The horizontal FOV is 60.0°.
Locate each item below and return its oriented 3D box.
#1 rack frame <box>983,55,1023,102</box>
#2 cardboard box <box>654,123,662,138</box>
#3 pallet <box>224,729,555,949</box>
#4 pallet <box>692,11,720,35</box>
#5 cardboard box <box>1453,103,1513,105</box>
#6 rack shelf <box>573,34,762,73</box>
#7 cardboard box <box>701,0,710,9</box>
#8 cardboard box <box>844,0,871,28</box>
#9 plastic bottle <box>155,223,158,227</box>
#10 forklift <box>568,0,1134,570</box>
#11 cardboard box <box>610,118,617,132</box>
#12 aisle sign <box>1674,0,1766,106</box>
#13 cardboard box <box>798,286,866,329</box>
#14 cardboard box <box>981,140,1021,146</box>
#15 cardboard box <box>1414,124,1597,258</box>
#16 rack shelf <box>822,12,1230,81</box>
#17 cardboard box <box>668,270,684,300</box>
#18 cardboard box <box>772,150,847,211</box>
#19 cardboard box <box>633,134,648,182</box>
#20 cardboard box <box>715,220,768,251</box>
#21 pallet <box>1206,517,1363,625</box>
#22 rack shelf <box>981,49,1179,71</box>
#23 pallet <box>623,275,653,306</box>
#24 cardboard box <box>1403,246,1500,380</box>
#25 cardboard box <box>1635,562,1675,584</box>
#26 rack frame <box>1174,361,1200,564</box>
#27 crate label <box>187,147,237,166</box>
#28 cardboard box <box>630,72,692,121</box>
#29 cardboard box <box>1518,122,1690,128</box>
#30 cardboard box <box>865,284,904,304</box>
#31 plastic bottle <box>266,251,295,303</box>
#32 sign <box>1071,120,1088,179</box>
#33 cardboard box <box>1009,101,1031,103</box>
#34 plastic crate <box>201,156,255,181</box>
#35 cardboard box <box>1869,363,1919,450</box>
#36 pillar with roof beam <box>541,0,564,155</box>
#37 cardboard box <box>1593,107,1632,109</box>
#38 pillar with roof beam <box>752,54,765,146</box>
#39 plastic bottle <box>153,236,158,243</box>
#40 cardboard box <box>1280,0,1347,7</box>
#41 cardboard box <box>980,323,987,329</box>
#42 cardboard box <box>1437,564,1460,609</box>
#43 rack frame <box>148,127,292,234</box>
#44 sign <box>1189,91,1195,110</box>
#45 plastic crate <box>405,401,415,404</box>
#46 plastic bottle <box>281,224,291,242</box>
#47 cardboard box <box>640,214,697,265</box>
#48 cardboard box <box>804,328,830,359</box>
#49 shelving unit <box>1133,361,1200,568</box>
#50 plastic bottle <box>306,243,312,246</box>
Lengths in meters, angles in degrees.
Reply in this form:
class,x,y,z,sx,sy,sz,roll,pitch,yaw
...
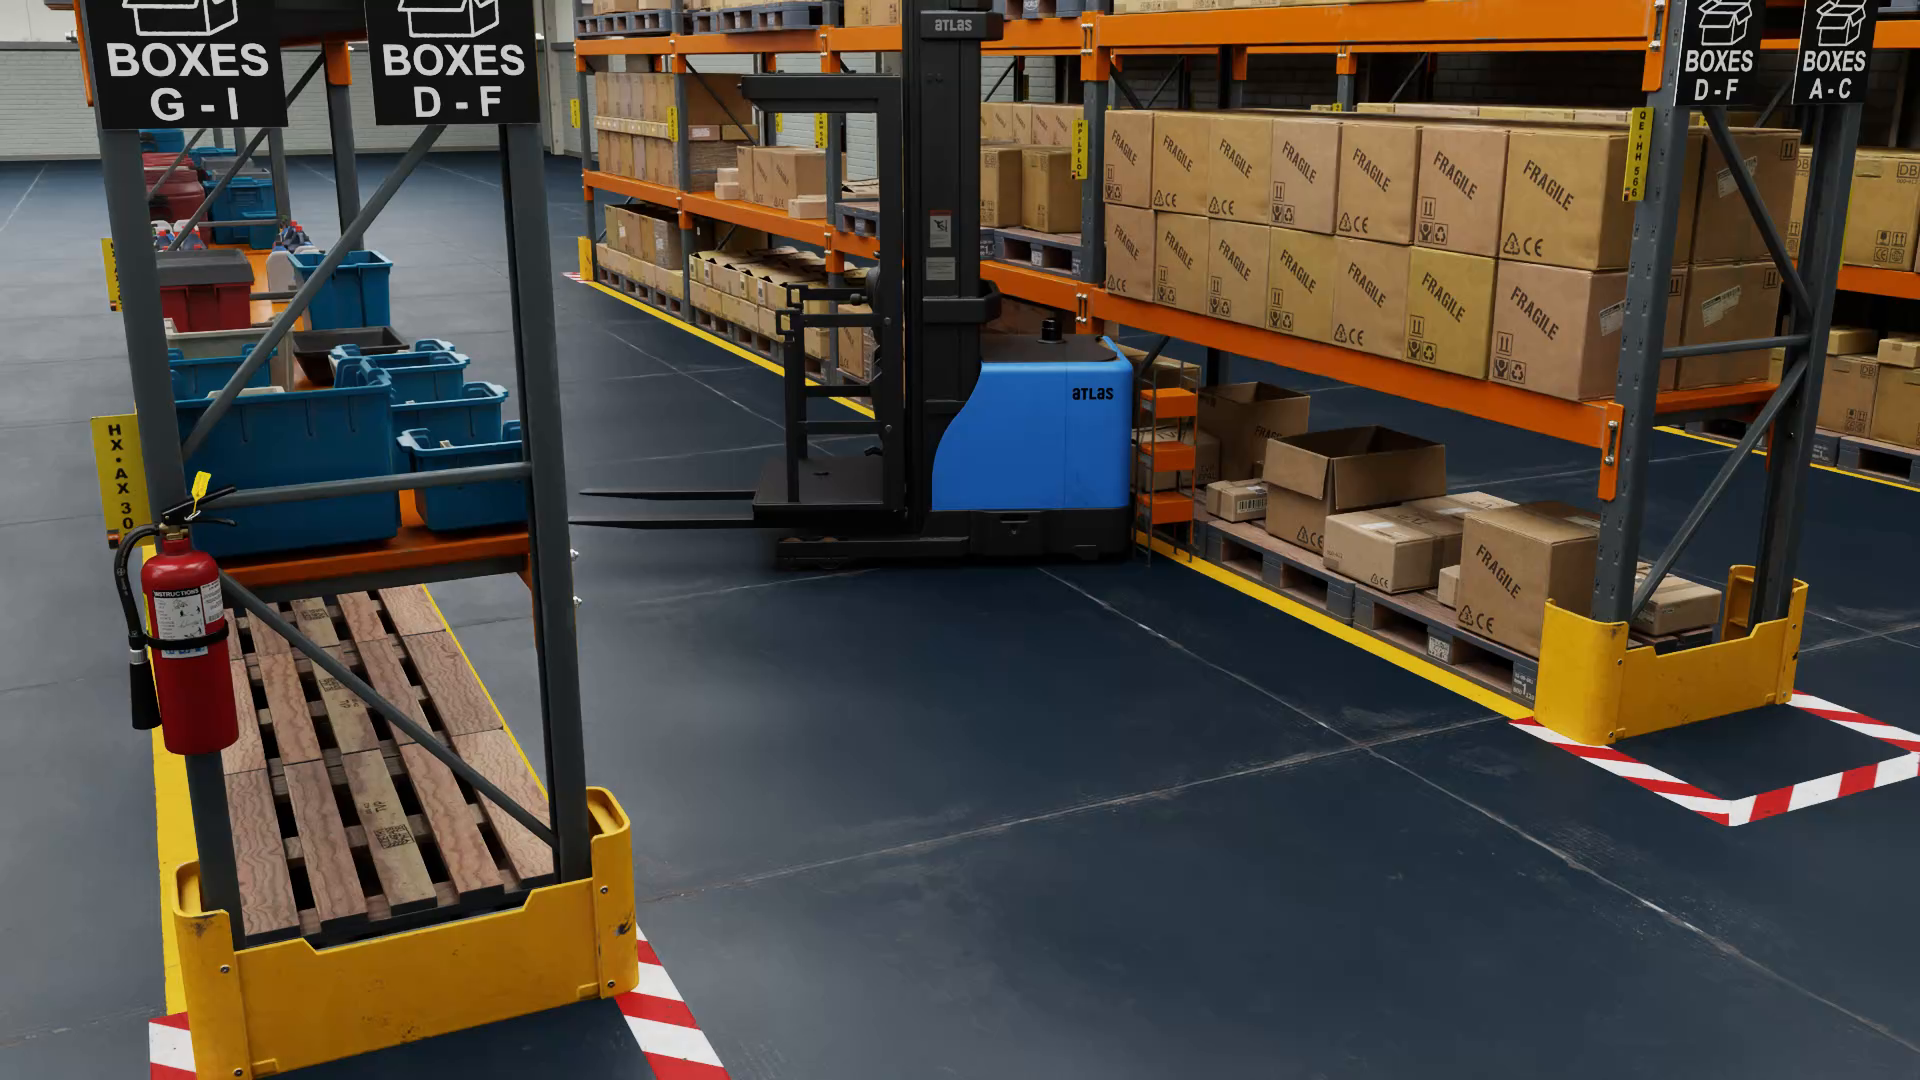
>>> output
class,x,y,z,sx,sy,sz,roll,pitch,yaw
rack frame,0.369,-5.296,22.267,1.000,3.000,0.127,-8,18,-25
cardboard box,-2.981,-4.297,17.429,0.380,0.149,0.250,-8,18,-25
pallet,-1.853,1.000,5.384,1.003,0.211,1.213,-8,18,-25
pallet,-1.932,-4.837,15.578,0.805,0.209,1.217,-8,18,-27
cardboard box,4.530,-3.663,14.462,0.500,0.250,0.500,-8,18,-27
rack shelf,-3.206,-5.296,18.135,1.077,0.370,4.000,-8,18,-25
cardboard box,-2.313,-5.620,16.763,0.500,0.500,0.500,-6,17,-20
cardboard box,-0.356,-4.098,12.475,0.910,0.500,0.500,-8,18,-25
plastic bottle,-5.106,-1.875,10.579,0.097,0.271,0.097,0,16,0
forklift,-0.622,-1.401,8.820,3.031,2.935,1.130,-1,16,-2
cardboard box,-3.769,-4.743,18.983,0.380,0.149,0.250,-8,18,-26
aisle sign,2.682,-1.925,5.806,0.394,0.787,0.004,-8,18,-25
cardboard box,-1.028,-1.963,13.858,0.500,0.311,0.500,-7,17,-23
cardboard box,0.029,-2.570,11.826,0.700,0.500,0.500,-4,17,-14
cardboard box,2.263,-1.460,6.906,0.500,0.500,0.500,-7,17,-23
rack shelf,0.299,-3.313,11.223,1.077,0.370,4.000,-8,18,-25
cardboard box,-2.729,-2.673,17.352,0.500,0.250,0.500,-8,18,-25
cardboard box,-1.327,-3.175,14.695,0.500,0.500,0.500,-9,18,-28
cardboard box,-3.208,-4.244,18.419,0.700,0.500,0.500,-7,17,-23
cardboard box,-2.251,-3.098,17.472,0.500,0.500,0.500,-8,18,-25
pallet,2.014,0.093,8.545,1.003,0.211,1.213,-8,18,-25
rack shelf,1.246,-5.896,20.224,1.077,0.370,4.000,-8,18,-25
pallet,-3.179,-2.869,18.867,1.003,0.211,1.213,-8,18,-25
cardboard box,2.256,-0.983,7.058,0.500,0.500,0.500,-7,18,-24
cardboard box,2.943,0.214,7.406,0.380,0.166,0.250,-8,18,-25
rack frame,1.193,-0.406,8.761,0.008,1.050,0.200,-6,17,-19
crate label,-7.487,-3.692,16.614,0.502,0.435,0.616,-8,18,-25
cardboard box,-3.189,-4.859,18.211,0.700,0.500,0.500,-8,18,-25
cardboard box,2.734,-1.528,7.144,0.500,0.500,0.500,-7,18,-24
cardboard box,-0.543,-2.028,14.086,0.500,0.311,0.500,-7,17,-23
plastic bottle,-3.682,-1.436,9.040,0.152,0.276,0.135,-8,18,-25
sign,0.678,-2.209,9.413,0.100,0.325,0.005,-8,18,-25
cardboard box,0.767,-5.503,21.864,0.500,0.500,0.500,-8,18,-26
plastic crate,-6.297,-3.055,14.341,0.402,0.464,0.583,-8,18,-25
cardboard box,6.302,-0.870,10.616,0.700,0.500,0.500,-7,18,-24
pillar with roof beam,-15.559,-15.029,45.308,9.100,9.000,0.400,-8,18,-25
cardboard box,5.200,-3.280,13.125,0.500,0.250,0.500,-8,18,-27
pillar with roof beam,-7.673,-10.566,29.755,9.100,9.000,0.400,-8,18,-25
plastic bottle,-4.667,-1.621,9.671,0.061,0.283,0.133,-8,18,-25
cardboard box,1.821,-2.568,7.595,0.500,0.250,0.500,-8,18,-25
cardboard box,0.270,-1.391,12.393,0.500,0.500,0.500,-8,18,-27
cardboard box,2.371,0.205,7.437,0.380,0.166,0.250,-8,18,-25
rack frame,-5.032,-2.115,11.183,1.000,3.000,0.127,-8,18,-25
sign,2.619,-4.929,18.888,0.100,0.325,0.005,-8,18,-25
plastic crate,-1.702,-0.392,5.549,0.250,0.136,0.298,-8,18,-25
plastic bottle,-4.250,-1.868,10.556,0.097,0.271,0.097,0,16,0
cardboard box,-3.160,-3.283,18.116,0.500,0.500,0.500,-8,18,-25
cardboard box,-1.027,-1.694,13.939,0.500,0.250,0.500,-7,18,-24
shelving unit,1.078,-0.395,8.722,0.252,1.050,0.215,-6,17,-19
plastic bottle,-3.673,-1.541,9.417,0.097,0.271,0.097,0,16,0
